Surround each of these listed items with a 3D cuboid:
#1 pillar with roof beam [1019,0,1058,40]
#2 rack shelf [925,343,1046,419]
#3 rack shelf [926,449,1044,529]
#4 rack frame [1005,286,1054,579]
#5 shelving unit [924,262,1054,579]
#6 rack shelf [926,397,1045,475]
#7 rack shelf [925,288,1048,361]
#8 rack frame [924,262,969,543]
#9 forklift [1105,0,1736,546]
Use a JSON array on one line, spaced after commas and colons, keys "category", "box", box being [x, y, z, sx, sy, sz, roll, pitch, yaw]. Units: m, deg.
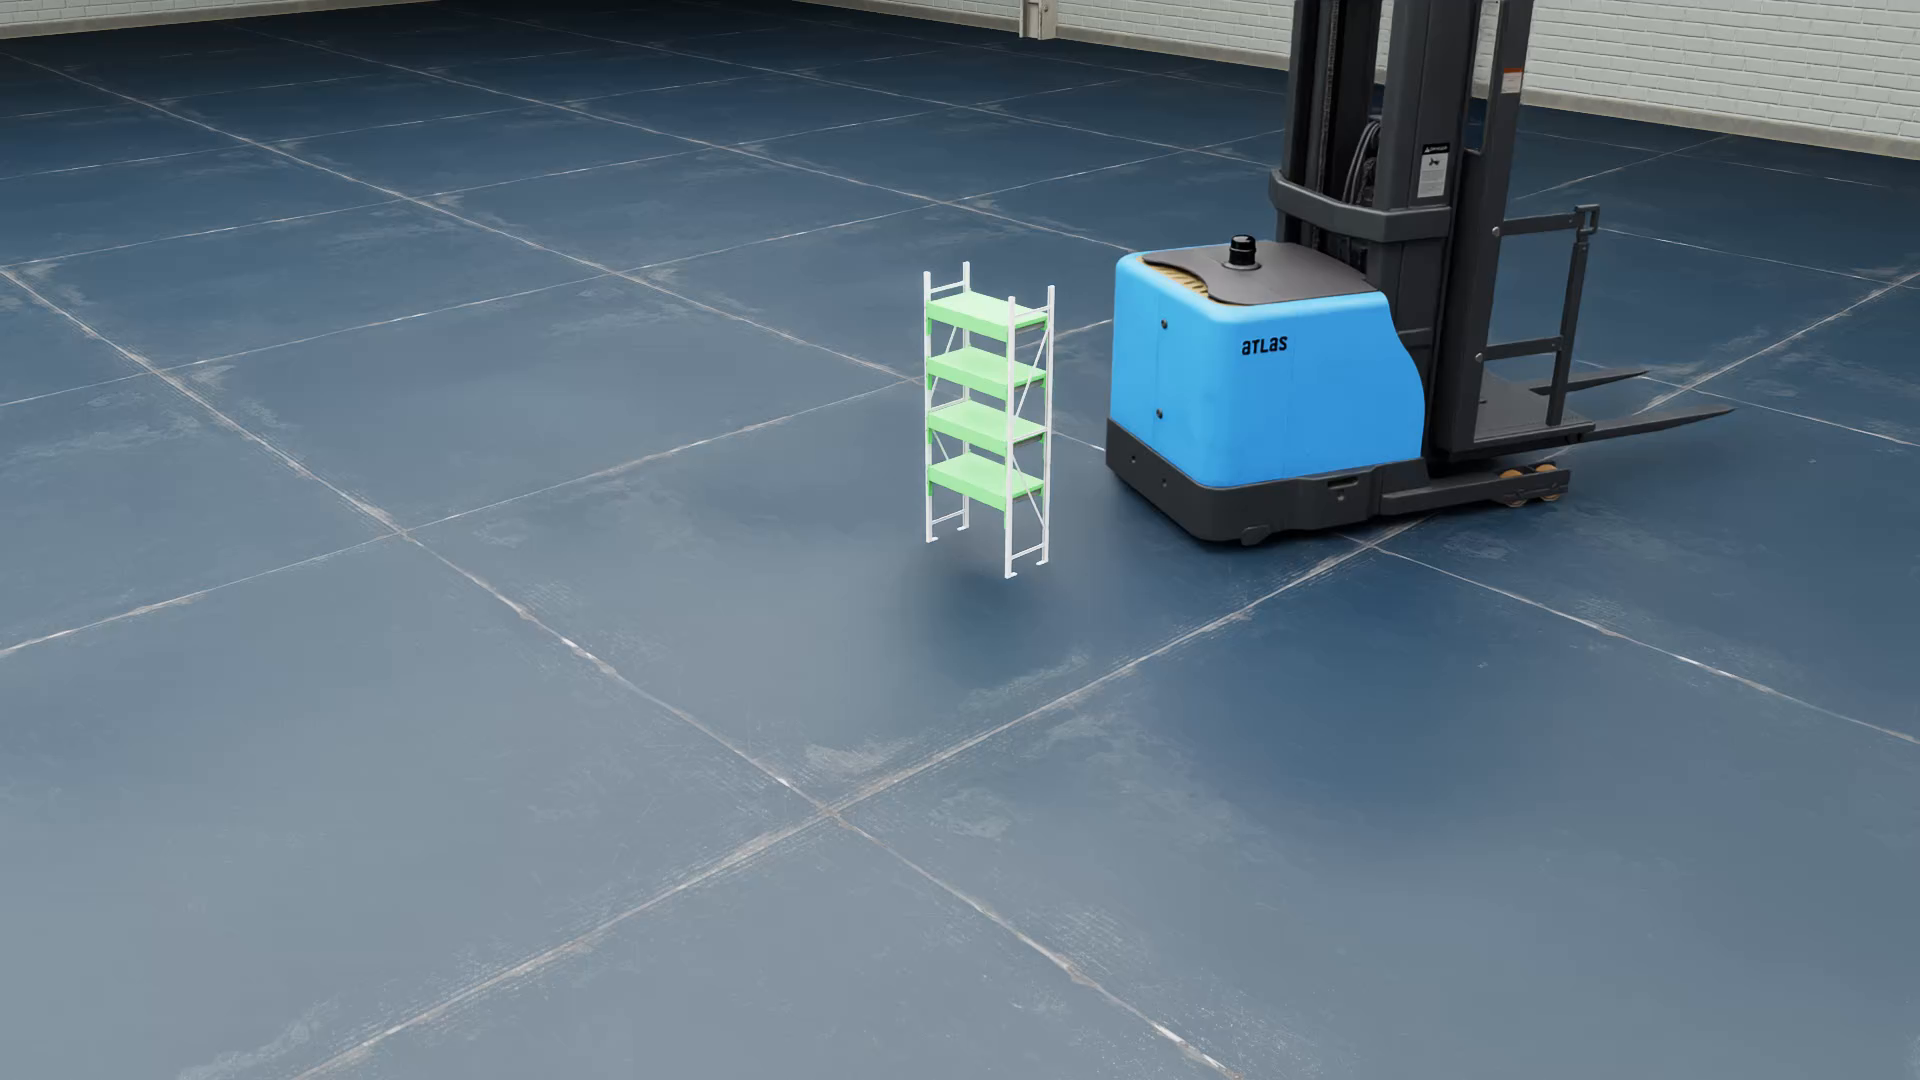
[{"category": "pillar with roof beam", "box": [-2.132, -9.373, 16.954, 9.100, 9.000, 0.400, -21, 32, -38]}, {"category": "rack shelf", "box": [0.113, -0.656, 6.818, 0.258, 0.148, 0.480, -21, 32, -38]}, {"category": "rack shelf", "box": [0.113, -0.219, 7.017, 0.258, 0.148, 0.480, -21, 32, -38]}, {"category": "rack frame", "box": [0.280, -0.422, 6.729, 0.240, 1.200, 0.015, -21, 32, -38]}, {"category": "shelving unit", "box": [0.113, -0.496, 6.891, 0.258, 1.200, 0.503, -21, 32, -38]}, {"category": "rack shelf", "box": [0.113, -0.438, 6.918, 0.258, 0.148, 0.480, -21, 32, -38]}, {"category": "rack shelf", "box": [0.113, -0.874, 6.718, 0.258, 0.148, 0.480, -21, 32, -38]}, {"category": "rack frame", "box": [-0.054, -0.570, 7.053, 0.240, 1.200, 0.015, -21, 32, -38]}, {"category": "forklift", "box": [2.259, -1.677, 7.395, 3.031, 2.935, 1.130, -9, 26, -19]}]
